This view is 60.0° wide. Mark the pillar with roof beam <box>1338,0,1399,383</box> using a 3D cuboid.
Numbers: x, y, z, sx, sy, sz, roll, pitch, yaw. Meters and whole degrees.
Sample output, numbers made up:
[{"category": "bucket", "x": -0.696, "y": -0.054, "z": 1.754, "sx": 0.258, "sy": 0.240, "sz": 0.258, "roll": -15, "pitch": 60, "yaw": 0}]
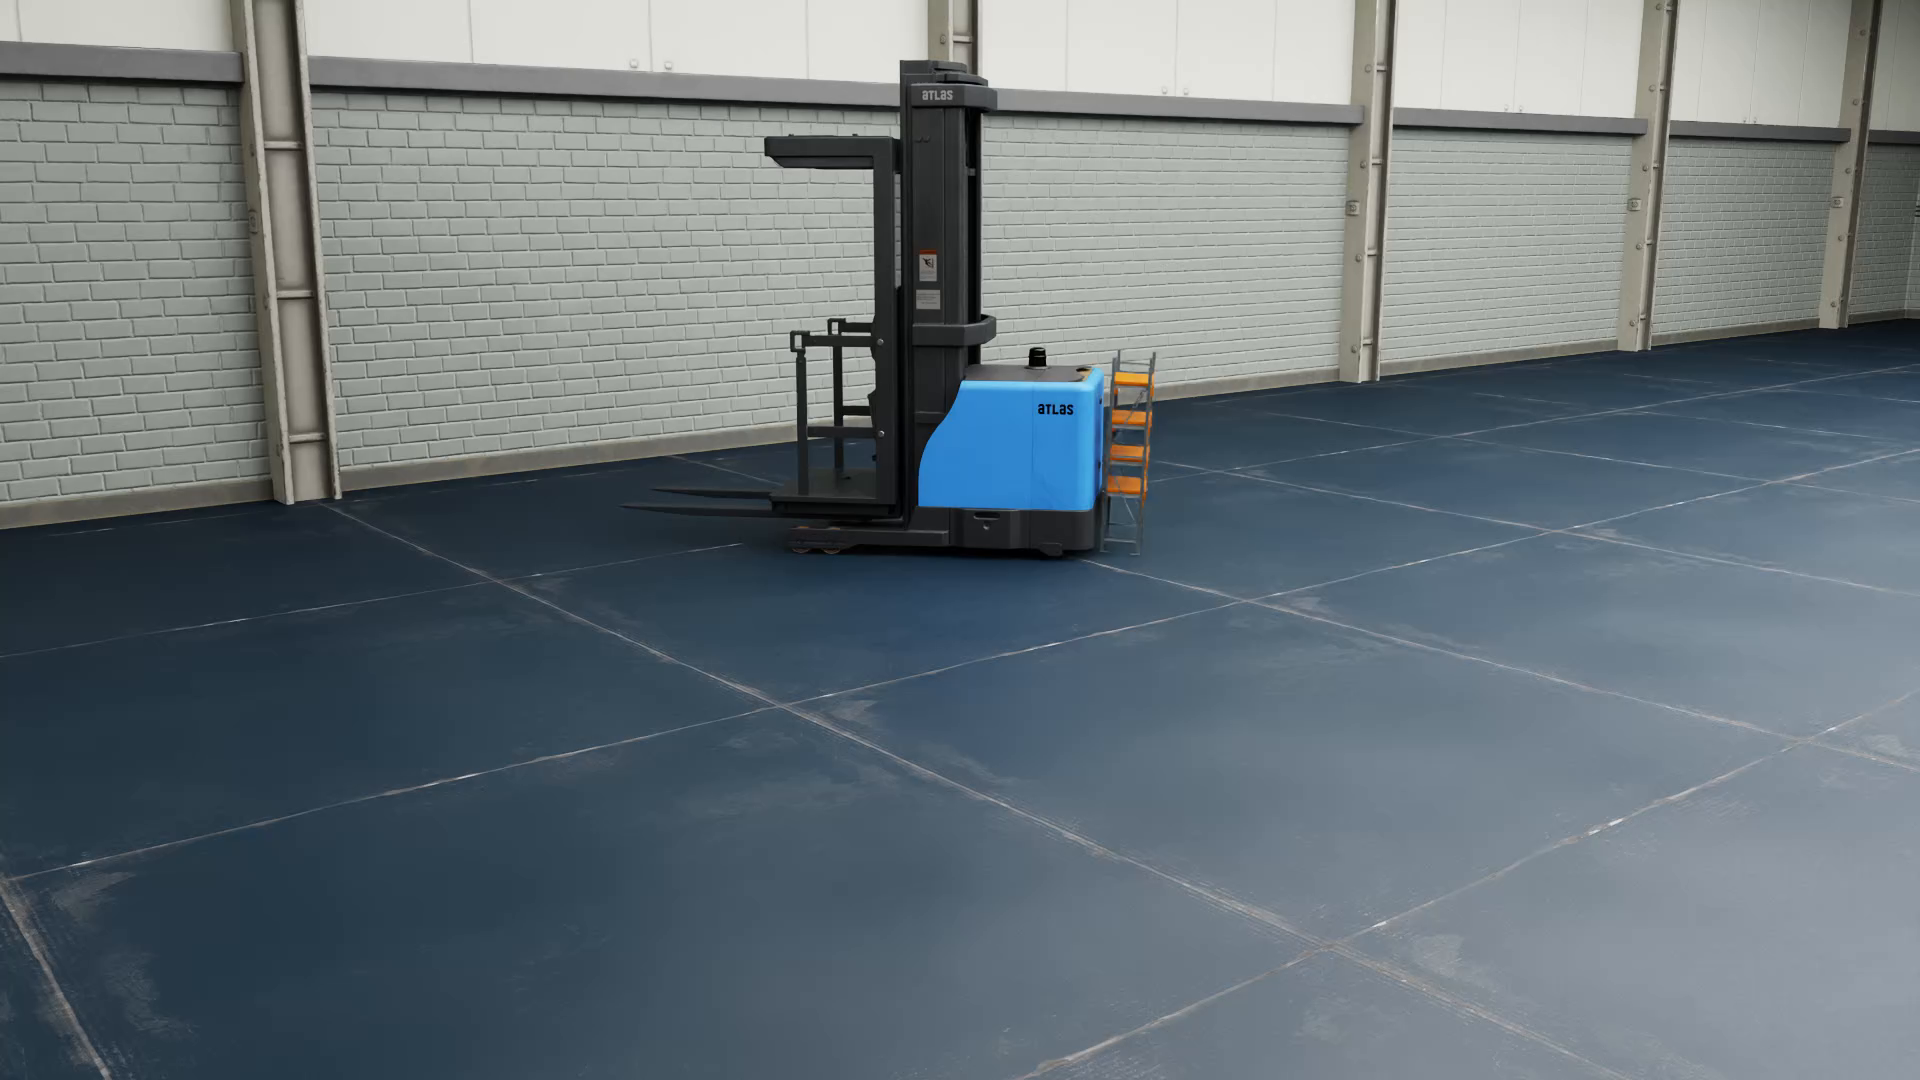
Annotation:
[{"category": "pillar with roof beam", "x": 7.332, "y": -5.563, "z": 15.161, "sx": 0.400, "sy": 9.000, "sz": 9.100, "roll": -9, "pitch": 15, "yaw": -38}]

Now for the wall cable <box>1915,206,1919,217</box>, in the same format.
[{"category": "wall cable", "x": 17.139, "y": -6.467, "z": 26.895, "sx": 0.112, "sy": 2.526, "sz": 3.097, "roll": -9, "pitch": 15, "yaw": -38}]

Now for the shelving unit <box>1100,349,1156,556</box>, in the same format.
[{"category": "shelving unit", "x": 1.042, "y": -0.550, "z": 10.301, "sx": 0.258, "sy": 1.200, "sz": 0.503, "roll": 5, "pitch": 13, "yaw": 8}]

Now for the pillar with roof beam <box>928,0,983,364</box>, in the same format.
[{"category": "pillar with roof beam", "x": 2.647, "y": -4.784, "z": 11.495, "sx": 0.400, "sy": 9.000, "sz": 9.100, "roll": -9, "pitch": 15, "yaw": -38}]

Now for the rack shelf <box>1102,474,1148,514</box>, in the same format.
[{"category": "rack shelf", "x": 1.030, "y": -0.291, "z": 10.358, "sx": 0.258, "sy": 0.148, "sz": 0.480, "roll": 5, "pitch": 13, "yaw": 8}]

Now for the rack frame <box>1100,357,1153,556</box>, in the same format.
[{"category": "rack frame", "x": 1.006, "y": -0.500, "z": 10.065, "sx": 0.240, "sy": 1.200, "sz": 0.015, "roll": 5, "pitch": 13, "yaw": 8}]

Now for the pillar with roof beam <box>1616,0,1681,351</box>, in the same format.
[{"category": "pillar with roof beam", "x": 12.017, "y": -6.341, "z": 18.828, "sx": 0.400, "sy": 9.000, "sz": 9.100, "roll": -9, "pitch": 15, "yaw": -38}]

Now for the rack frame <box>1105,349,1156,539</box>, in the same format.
[{"category": "rack frame", "x": 1.079, "y": -0.600, "z": 10.537, "sx": 0.240, "sy": 1.200, "sz": 0.015, "roll": 5, "pitch": 13, "yaw": 8}]

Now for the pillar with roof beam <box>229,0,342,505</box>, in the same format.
[{"category": "pillar with roof beam", "x": -2.039, "y": -4.006, "z": 7.828, "sx": 0.400, "sy": 9.000, "sz": 9.100, "roll": -9, "pitch": 15, "yaw": -38}]

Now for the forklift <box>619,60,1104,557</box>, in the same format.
[{"category": "forklift", "x": -0.623, "y": -1.454, "z": 10.418, "sx": 3.031, "sy": 2.935, "sz": 1.130, "roll": 2, "pitch": 12, "yaw": 9}]

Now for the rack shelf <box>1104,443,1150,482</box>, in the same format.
[{"category": "rack shelf", "x": 1.039, "y": -0.484, "z": 10.315, "sx": 0.258, "sy": 0.148, "sz": 0.480, "roll": 5, "pitch": 13, "yaw": 8}]

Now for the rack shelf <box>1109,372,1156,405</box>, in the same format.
[{"category": "rack shelf", "x": 1.061, "y": -0.933, "z": 10.216, "sx": 0.258, "sy": 0.148, "sz": 0.480, "roll": 5, "pitch": 13, "yaw": 8}]

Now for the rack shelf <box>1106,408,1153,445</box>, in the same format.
[{"category": "rack shelf", "x": 1.050, "y": -0.703, "z": 10.267, "sx": 0.258, "sy": 0.148, "sz": 0.480, "roll": 5, "pitch": 13, "yaw": 8}]

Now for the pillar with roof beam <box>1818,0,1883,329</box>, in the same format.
[{"category": "pillar with roof beam", "x": 16.702, "y": -7.120, "z": 22.494, "sx": 0.400, "sy": 9.000, "sz": 9.100, "roll": -9, "pitch": 15, "yaw": -38}]
